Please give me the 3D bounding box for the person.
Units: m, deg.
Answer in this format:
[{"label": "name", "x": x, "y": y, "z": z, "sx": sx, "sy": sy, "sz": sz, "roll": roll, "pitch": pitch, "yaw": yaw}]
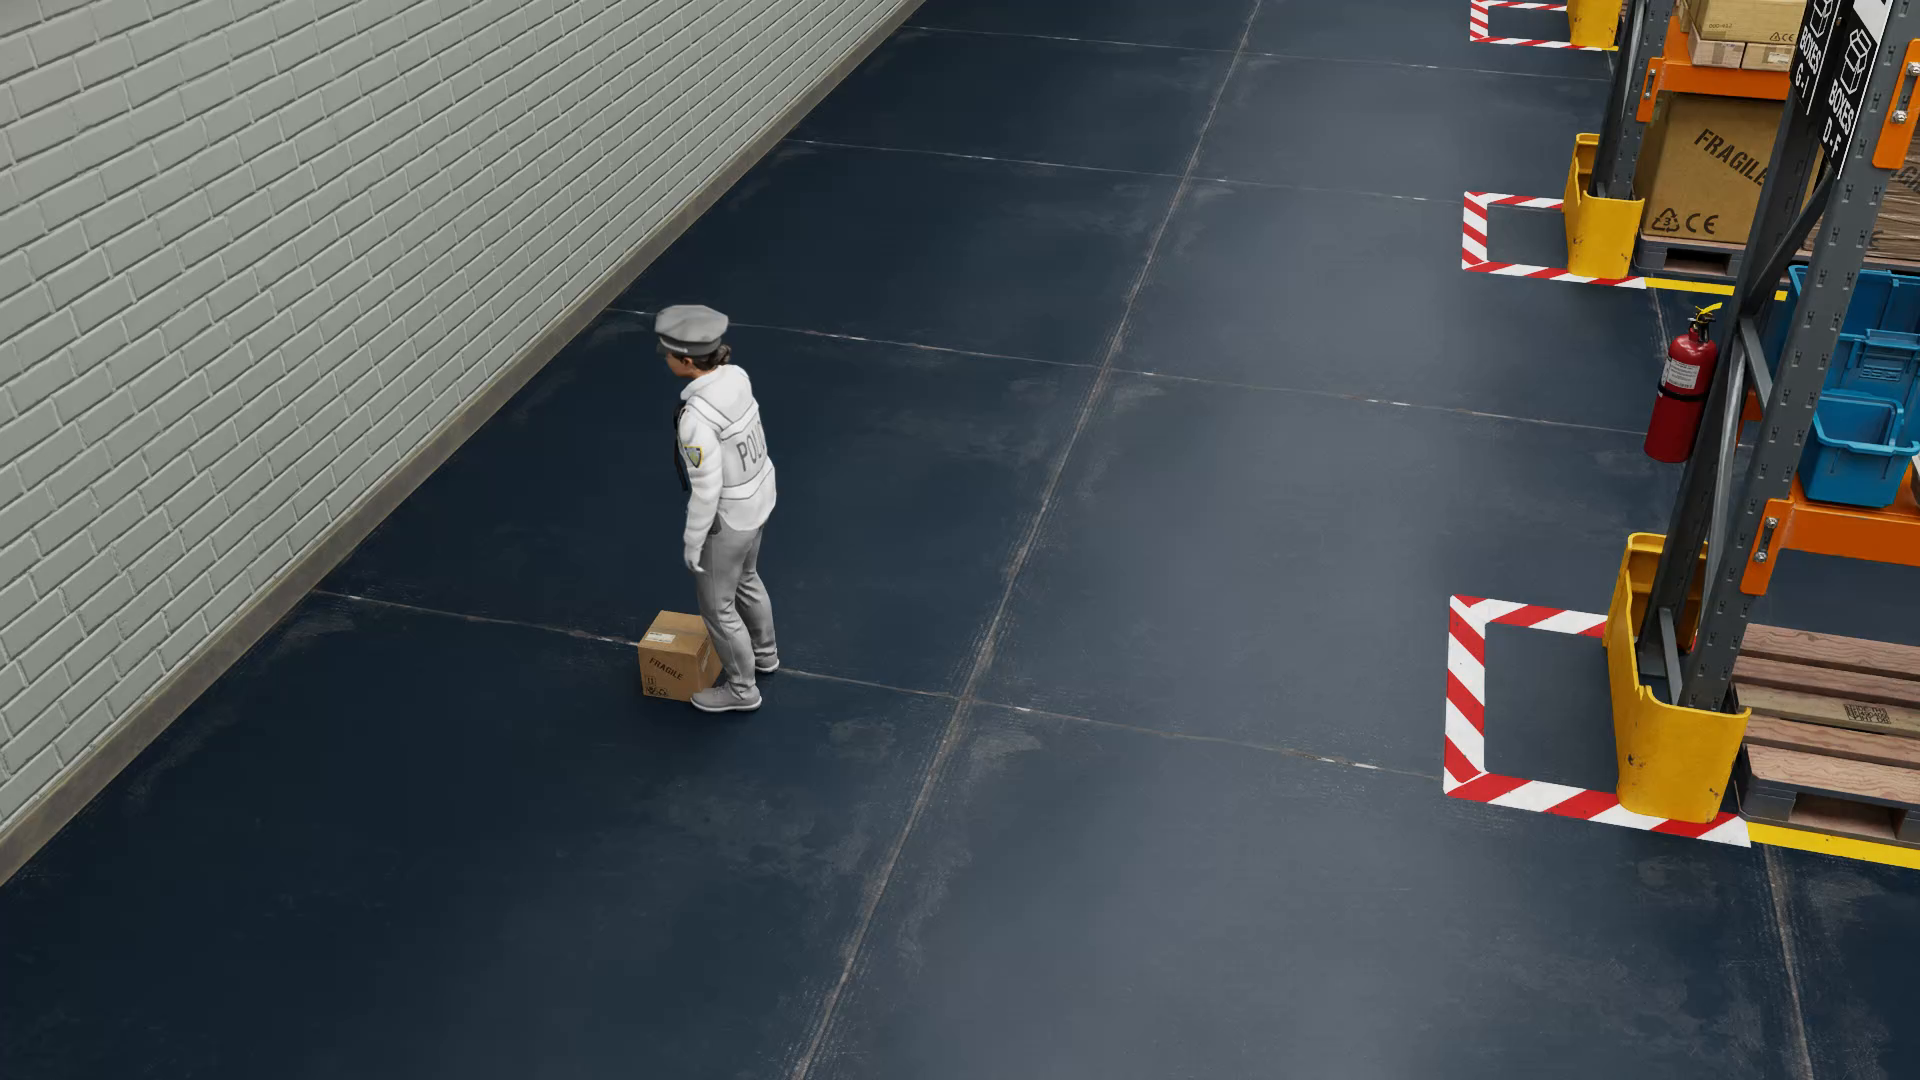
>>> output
[{"label": "person", "x": -0.892, "y": -0.094, "z": 6.280, "sx": 0.372, "sy": 1.664, "sz": 0.528, "roll": 8, "pitch": 34, "yaw": 13}]
